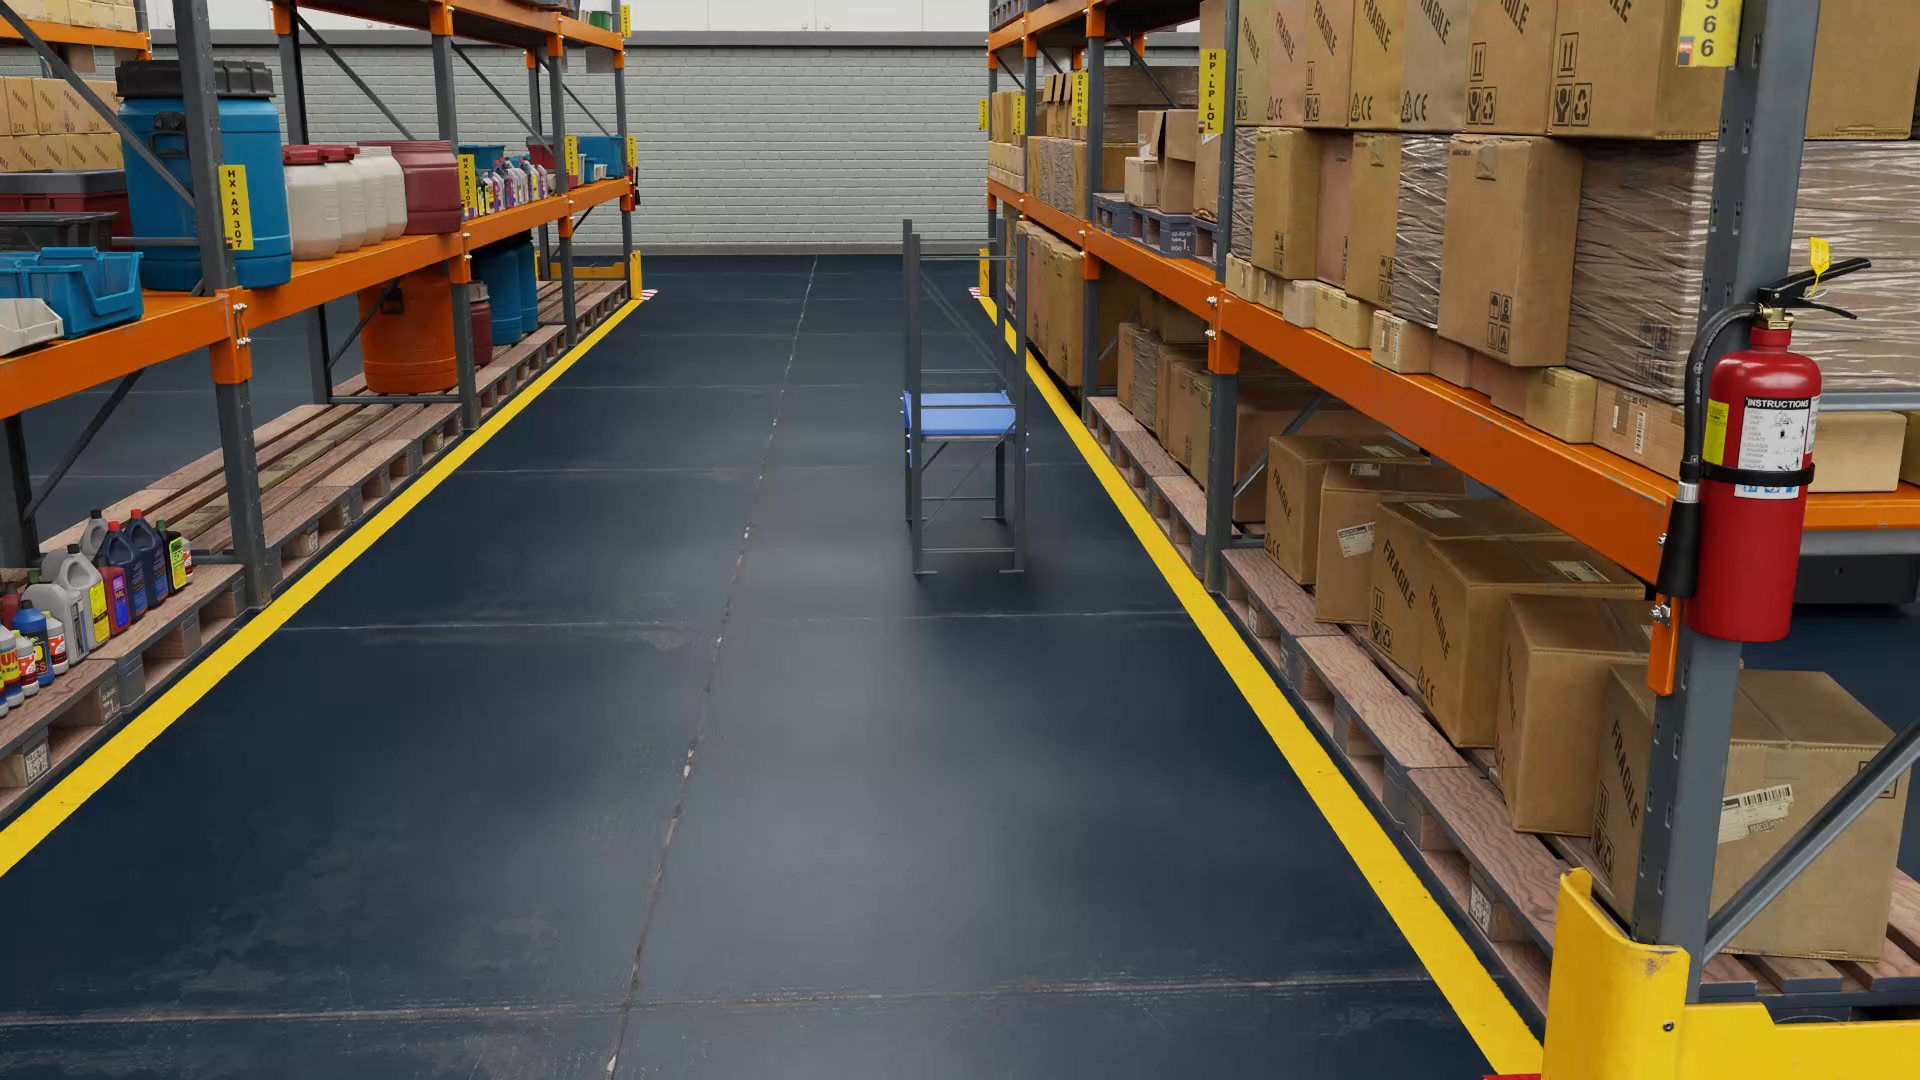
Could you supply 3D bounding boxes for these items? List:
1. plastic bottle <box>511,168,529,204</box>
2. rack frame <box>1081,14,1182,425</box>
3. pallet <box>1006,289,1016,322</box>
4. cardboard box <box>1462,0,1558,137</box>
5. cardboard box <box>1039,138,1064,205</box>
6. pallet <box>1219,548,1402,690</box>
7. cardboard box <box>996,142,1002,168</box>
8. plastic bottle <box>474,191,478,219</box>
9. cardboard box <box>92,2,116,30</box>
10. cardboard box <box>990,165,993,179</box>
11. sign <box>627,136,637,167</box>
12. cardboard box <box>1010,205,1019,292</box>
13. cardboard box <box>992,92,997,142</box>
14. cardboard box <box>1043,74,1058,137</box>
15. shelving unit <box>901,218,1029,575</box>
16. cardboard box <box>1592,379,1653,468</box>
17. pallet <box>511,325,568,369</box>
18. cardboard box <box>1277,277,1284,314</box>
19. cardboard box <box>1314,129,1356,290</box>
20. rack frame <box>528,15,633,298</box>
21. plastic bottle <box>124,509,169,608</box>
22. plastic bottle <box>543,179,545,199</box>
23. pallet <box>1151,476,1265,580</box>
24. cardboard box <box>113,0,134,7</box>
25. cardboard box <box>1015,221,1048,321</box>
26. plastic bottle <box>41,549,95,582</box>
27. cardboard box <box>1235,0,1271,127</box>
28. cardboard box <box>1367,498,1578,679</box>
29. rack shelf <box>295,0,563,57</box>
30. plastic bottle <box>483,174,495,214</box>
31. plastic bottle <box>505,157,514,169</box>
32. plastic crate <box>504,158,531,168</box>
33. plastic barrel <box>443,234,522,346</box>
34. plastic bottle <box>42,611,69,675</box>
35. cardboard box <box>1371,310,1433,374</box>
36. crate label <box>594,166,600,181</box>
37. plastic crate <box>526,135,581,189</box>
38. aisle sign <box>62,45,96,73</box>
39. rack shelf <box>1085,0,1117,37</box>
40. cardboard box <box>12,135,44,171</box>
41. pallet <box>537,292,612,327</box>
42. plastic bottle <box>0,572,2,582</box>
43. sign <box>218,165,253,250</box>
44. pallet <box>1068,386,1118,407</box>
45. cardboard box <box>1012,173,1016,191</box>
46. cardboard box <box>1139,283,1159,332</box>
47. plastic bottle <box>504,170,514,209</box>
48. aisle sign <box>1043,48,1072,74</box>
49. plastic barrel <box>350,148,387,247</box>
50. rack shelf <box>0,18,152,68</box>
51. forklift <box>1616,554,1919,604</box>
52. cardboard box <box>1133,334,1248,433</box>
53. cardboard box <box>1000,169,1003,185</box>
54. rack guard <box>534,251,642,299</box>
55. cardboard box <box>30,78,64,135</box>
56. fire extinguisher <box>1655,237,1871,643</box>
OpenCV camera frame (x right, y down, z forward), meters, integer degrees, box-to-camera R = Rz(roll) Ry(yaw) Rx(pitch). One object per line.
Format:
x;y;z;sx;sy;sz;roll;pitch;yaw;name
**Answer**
-3.479;-2.782;13.067;0.152;0.276;0.135;-1;14;-3;plastic bottle
1.311;-2.233;10.684;1.000;3.000;0.127;-1;14;-3;rack frame
1.016;-2.371;16.820;1.003;0.211;1.213;-1;14;-3;pallet
1.490;-1.177;3.777;0.500;0.500;0.500;-1;14;-3;cardboard box
0.905;-2.908;13.109;0.500;0.500;0.500;-1;14;-5;cardboard box
1.636;0.279;6.518;1.003;0.211;1.213;-1;14;-3;pallet
0.642;-3.916;16.930;0.500;0.250;0.500;-1;14;-5;cardboard box
-3.365;-2.324;11.287;0.152;0.276;0.135;-1;14;-3;plastic bottle
-8.757;-5.202;16.506;0.500;0.250;0.500;-1;14;-3;cardboard box
0.526;-3.943;17.837;0.380;0.149;0.250;-1;14;-4;cardboard box
-3.580;-4.237;18.148;0.100;0.325;0.005;-1;14;-3;sign
0.992;-3.012;17.136;0.875;0.875;0.875;-1;14;-3;cardboard box
0.607;-4.409;17.342;0.500;0.500;0.500;-1;14;-5;cardboard box
1.111;-3.603;13.796;0.797;0.503;0.637;-1;14;-5;cardboard box
0.005;-0.705;7.757;0.538;1.500;1.048;-1;14;-3;shelving unit
1.569;-0.251;3.487;0.380;0.149;0.250;-1;14;-3;cardboard box
-3.874;-1.608;13.852;1.003;0.211;1.213;-1;14;-3;pallet
1.343;-0.872;5.900;0.380;0.149;0.250;-1;14;-3;cardboard box
1.653;-1.070;5.367;0.875;0.500;0.500;-1;14;-3;cardboard box
-4.128;-4.146;18.120;1.000;3.000;0.127;-1;14;-3;rack frame
-3.057;0.064;6.191;0.144;0.351;0.185;-1;14;-5;plastic bottle
-3.498;-2.933;13.806;0.097;0.201;0.097;0;14;0;plastic bottle
1.510;-0.081;7.918;1.003;0.211;1.213;-1;14;-3;pallet
-8.785;-5.569;16.927;0.500;0.250;0.500;-1;14;-3;cardboard box
1.123;-2.243;14.146;1.225;0.875;0.875;-1;14;-3;cardboard box
-3.191;0.157;5.981;0.152;0.276;0.135;-1;14;-3;plastic bottle
1.333;-1.799;6.193;0.500;0.500;0.500;-1;14;-3;cardboard box
1.704;0.165;5.539;0.500;0.500;0.500;-2;15;-8;cardboard box
-3.756;-3.758;12.036;1.077;0.370;4.000;-1;14;-3;rack shelf
-3.373;-2.466;11.848;0.097;0.271;0.097;0;14;0;plastic bottle
-3.640;-2.901;13.382;0.144;0.351;0.185;-1;14;-3;plastic bottle
-4.341;-3.625;16.312;0.416;0.233;0.300;-1;14;-3;plastic crate
-3.819;-2.027;13.251;0.600;0.901;0.708;-1;14;-3;plastic barrel
-2.984;0.334;5.442;0.097;0.201;0.097;0;14;0;plastic bottle
1.386;-0.561;4.689;0.380;0.149;0.250;-1;14;-3;cardboard box
-3.851;-3.706;16.819;0.396;0.136;0.243;-1;14;-3;crate label
-3.685;-3.437;15.116;0.402;0.464;0.583;-1;14;-3;plastic crate
-9.369;-5.342;17.551;0.394;0.787;0.004;-1;14;-3;aisle sign
1.435;-2.840;8.467;1.077;0.370;4.000;-1;14;-3;rack shelf
-8.618;-3.382;14.951;0.500;0.500;0.500;-1;14;-2;cardboard box
-4.043;-2.287;16.491;1.003;0.211;1.213;-1;14;-3;pallet
-3.802;0.033;6.471;0.097;0.271;0.097;0;14;0;plastic bottle
-2.834;-1.301;6.508;0.100;0.325;0.005;-1;14;-3;sign
1.338;-1.079;11.798;1.003;0.211;1.213;-1;14;-3;pallet
0.686;-3.304;15.354;0.380;0.149;0.250;-1;14;-4;cardboard box
1.383;-1.432;10.202;0.500;0.250;0.500;0;14;-1;cardboard box
-3.396;-2.637;12.491;0.061;0.283;0.133;-1;14;-3;plastic bottle
1.111;-5.504;18.181;0.394;0.787;0.004;-1;14;-3;aisle sign
-3.329;-1.853;8.984;0.421;0.512;0.421;0;14;0;plastic barrel
-8.948;-4.677;15.609;1.077;0.370;4.000;-1;14;-3;rack shelf
3.386;-1.468;7.848;1.130;2.935;3.031;0;14;0;forklift
1.420;-0.931;9.759;0.700;0.500;0.500;-2;15;-8;cardboard box
0.605;-3.625;16.599;0.380;0.149;0.250;-1;14;-5;cardboard box
-4.142;-2.941;18.454;1.175;0.500;0.348;-1;14;-3;rack guard
-8.636;-3.986;15.291;0.500;0.500;0.500;-1;14;-5;cardboard box
1.354;-0.170;2.823;0.296;0.674;0.183;-1;14;-3;fire extinguisher
